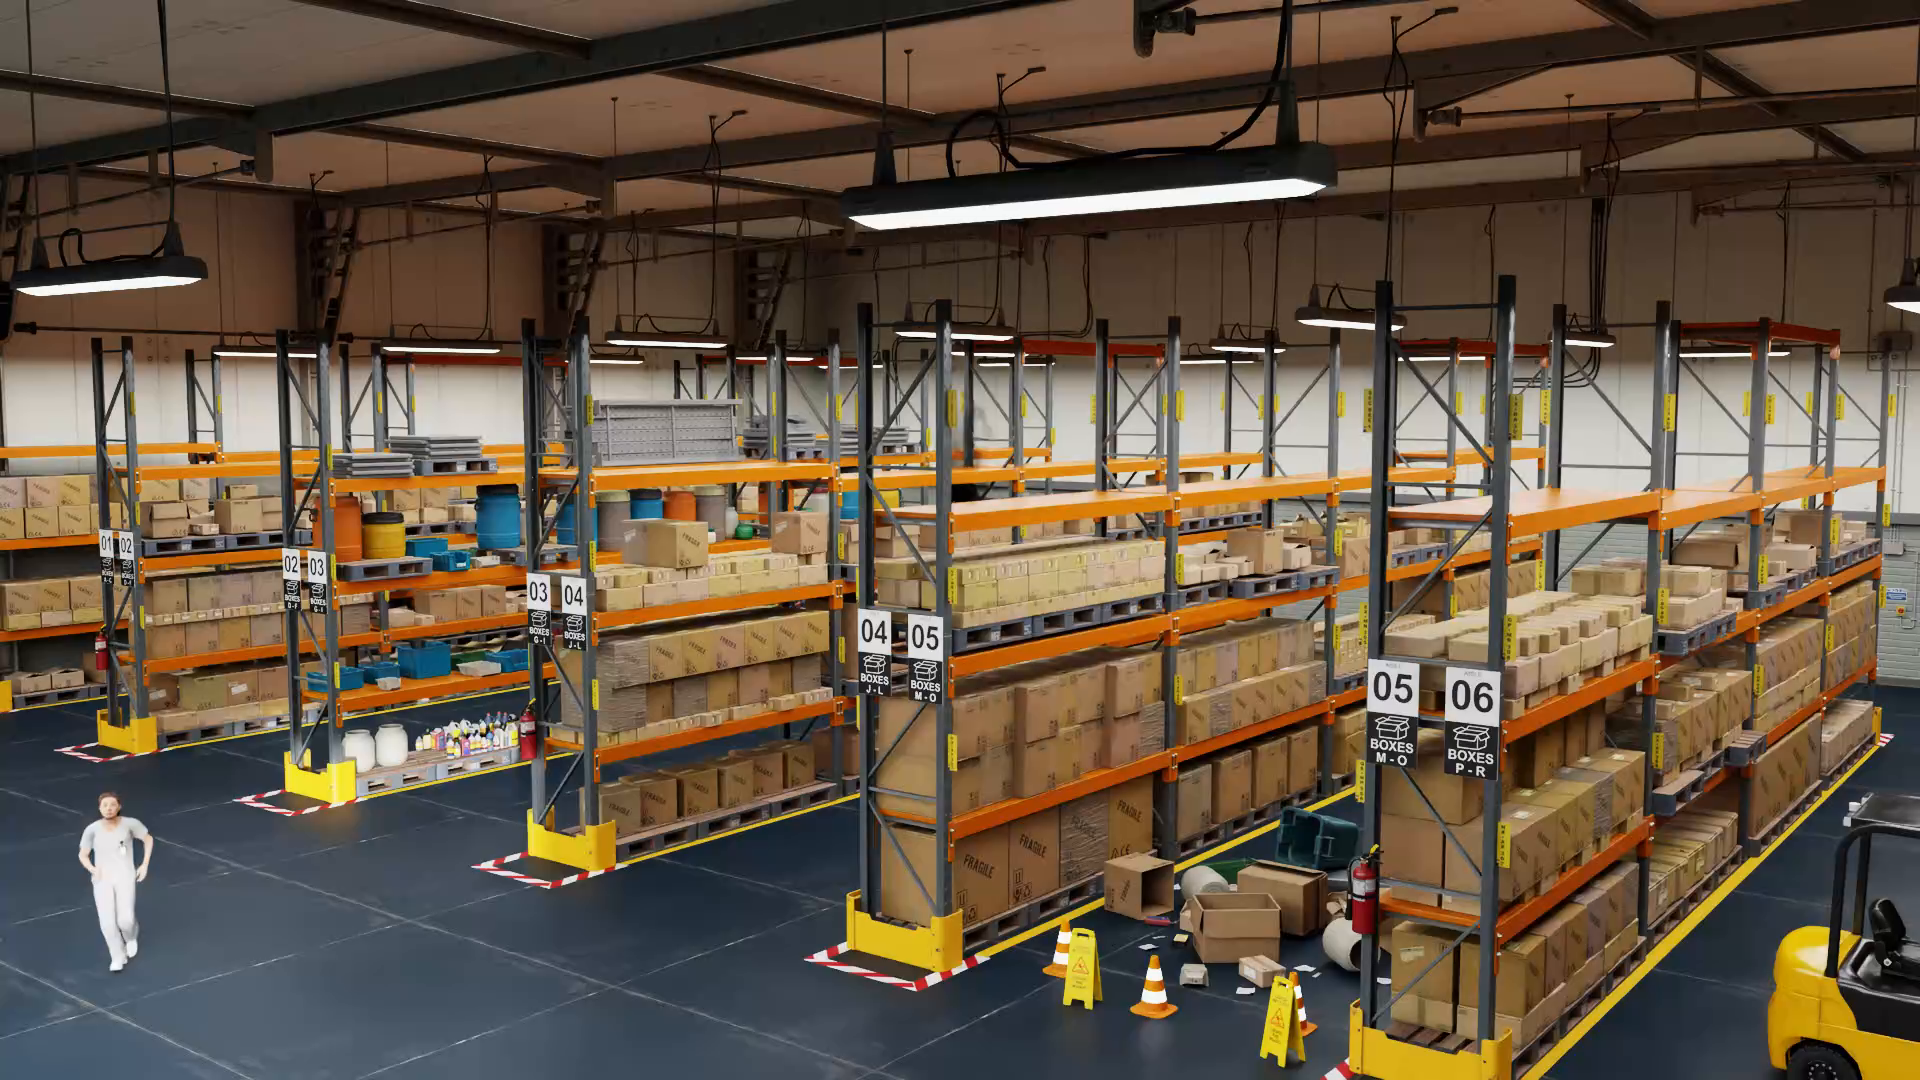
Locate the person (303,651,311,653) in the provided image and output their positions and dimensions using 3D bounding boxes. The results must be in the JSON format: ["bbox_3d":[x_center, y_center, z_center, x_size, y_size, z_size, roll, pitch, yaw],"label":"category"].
[{"bbox_3d":[-11.069,1.808,28.459,0.662,1.716,0.989,3,6,35],"label":"person"}]

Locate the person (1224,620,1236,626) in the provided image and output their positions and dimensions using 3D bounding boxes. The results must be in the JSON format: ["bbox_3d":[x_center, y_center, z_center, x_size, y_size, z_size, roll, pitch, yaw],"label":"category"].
[{"bbox_3d":[4.057,1.989,25.080,0.607,1.583,0.545,3,6,27],"label":"person"}]

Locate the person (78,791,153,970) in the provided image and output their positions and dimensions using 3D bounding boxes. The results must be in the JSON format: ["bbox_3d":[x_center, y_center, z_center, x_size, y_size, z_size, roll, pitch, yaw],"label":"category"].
[{"bbox_3d":[-7.556,3.051,14.898,0.591,1.625,0.579,-2,5,-22],"label":"person"}]
